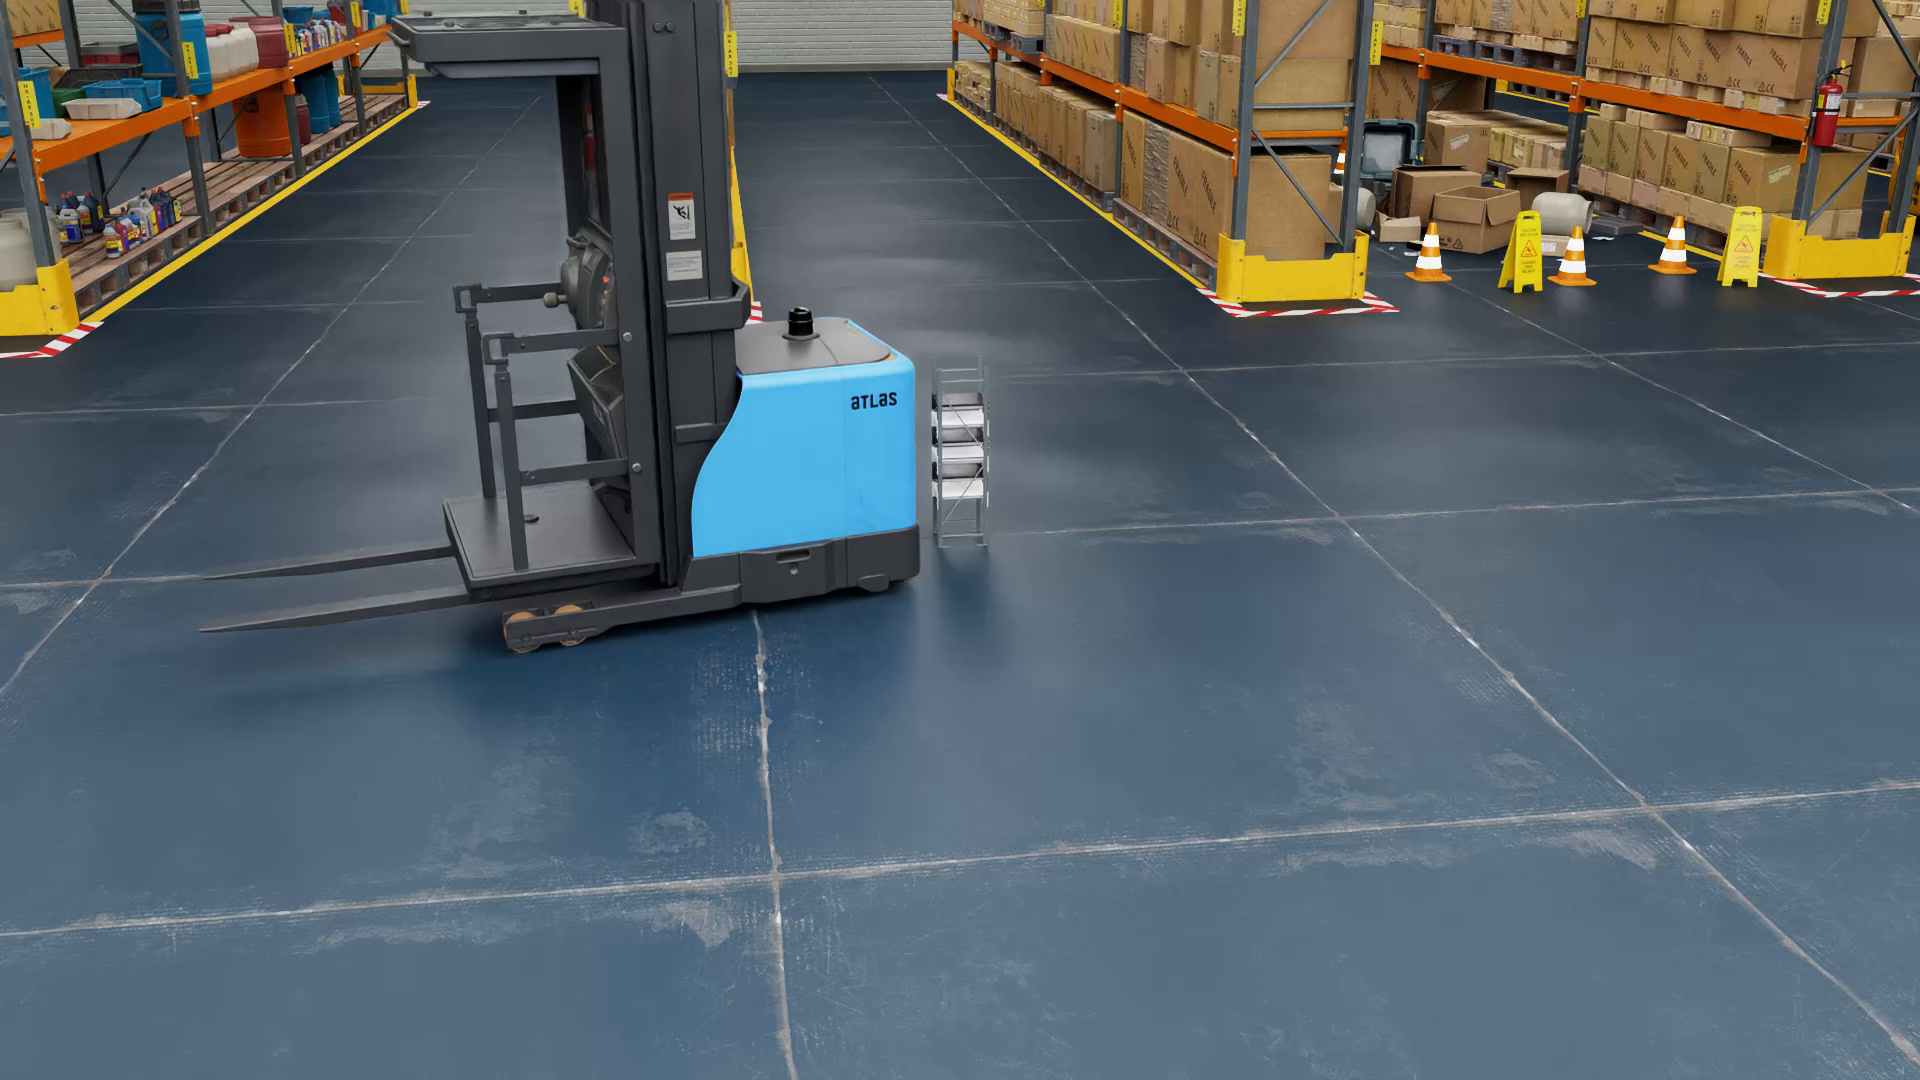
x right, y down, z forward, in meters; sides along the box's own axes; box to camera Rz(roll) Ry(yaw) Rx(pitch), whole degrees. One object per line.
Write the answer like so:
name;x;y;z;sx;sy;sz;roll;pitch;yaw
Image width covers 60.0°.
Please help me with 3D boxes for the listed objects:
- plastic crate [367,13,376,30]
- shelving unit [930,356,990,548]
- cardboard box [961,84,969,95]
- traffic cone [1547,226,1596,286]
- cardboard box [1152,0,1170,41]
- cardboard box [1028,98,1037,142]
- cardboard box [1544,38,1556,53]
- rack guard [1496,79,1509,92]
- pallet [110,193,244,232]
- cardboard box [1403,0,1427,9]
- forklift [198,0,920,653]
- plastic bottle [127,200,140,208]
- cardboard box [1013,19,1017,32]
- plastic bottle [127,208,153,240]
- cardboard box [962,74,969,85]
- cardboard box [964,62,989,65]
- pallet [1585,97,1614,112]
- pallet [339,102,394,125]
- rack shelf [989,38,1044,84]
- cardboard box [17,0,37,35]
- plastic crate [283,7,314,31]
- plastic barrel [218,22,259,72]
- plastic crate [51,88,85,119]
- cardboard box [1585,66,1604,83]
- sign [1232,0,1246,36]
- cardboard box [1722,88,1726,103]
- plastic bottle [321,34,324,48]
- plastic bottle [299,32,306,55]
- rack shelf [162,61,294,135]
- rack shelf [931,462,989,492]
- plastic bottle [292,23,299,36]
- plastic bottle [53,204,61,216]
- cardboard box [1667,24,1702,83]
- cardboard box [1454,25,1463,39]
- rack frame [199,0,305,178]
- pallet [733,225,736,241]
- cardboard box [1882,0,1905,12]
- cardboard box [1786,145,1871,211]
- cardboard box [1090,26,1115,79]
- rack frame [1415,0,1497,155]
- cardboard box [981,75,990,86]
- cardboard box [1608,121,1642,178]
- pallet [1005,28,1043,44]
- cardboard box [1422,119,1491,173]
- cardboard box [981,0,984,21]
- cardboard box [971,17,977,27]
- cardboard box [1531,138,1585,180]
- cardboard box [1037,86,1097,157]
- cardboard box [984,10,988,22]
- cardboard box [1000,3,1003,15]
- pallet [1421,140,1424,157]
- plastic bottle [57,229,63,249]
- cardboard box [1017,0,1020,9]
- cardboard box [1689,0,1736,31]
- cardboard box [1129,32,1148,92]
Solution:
plastic crate;-8.903;-7.722;24.758;0.416;0.233;0.300;-3;21;-8
shelving unit;-0.001;-0.424;8.066;0.258;0.900;0.210;-3;21;-8
cardboard box;0.220;-7.333;27.037;0.380;0.149;0.250;-3;21;-7
traffic cone;5.173;-2.402;13.986;0.336;0.463;0.334;-3;21;-8
cardboard box;2.256;-4.849;15.154;0.875;0.550;0.550;-3;21;-8
cardboard box;1.171;-5.406;21.376;0.500;0.500;0.500;-3;21;-8
cardboard box;6.617;-5.401;18.148;0.380;0.149;0.250;-4;21;-9
rack guard;10.177;-8.274;29.656;1.175;0.500;0.348;-3;21;-8
pallet;-7.875;-3.279;16.695;1.003;0.211;1.213;-3;21;-8
cardboard box;6.075;-7.131;21.451;0.500;0.500;0.500;-3;21;-9
forklift;-1.753;-1.112;7.003;3.031;2.935;1.130;-8;22;-21
plastic bottle;-7.460;-2.955;15.104;0.152;0.276;0.135;-3;21;-8
cardboard box;0.895;-6.654;21.503;0.380;0.149;0.250;-3;21;-8
plastic bottle;-7.251;-2.803;14.697;0.152;0.276;0.135;-3;21;-7
cardboard box;0.229;-7.469;26.977;0.380;0.149;0.250;-2;21;-6
cardboard box;0.269;-7.787;27.403;0.380;0.149;0.250;-3;21;-7
pallet;10.645;-7.018;26.706;1.003;0.211;1.213;-3;21;-8
pallet;-9.200;-6.455;25.198;1.003;0.211;1.213;-3;21;-8
rack shelf;1.236;-6.521;22.417;1.077;0.370;4.000;-3;21;-8
cardboard box;-13.804;-7.600;24.136;0.500;0.500;0.500;-3;21;-9
plastic crate;-9.281;-7.251;23.279;0.392;0.384;0.575;-3;21;-8
plastic barrel;-7.940;-5.408;18.248;0.421;0.512;0.421;0;20;0
plastic crate;-7.807;-3.732;14.224;0.450;0.188;0.662;-3;21;-8
cardboard box;6.713;-4.822;17.200;0.380;0.149;0.250;-3;21;-8
sign;2.139;-4.027;12.716;0.100;0.325;0.005;-3;21;-8
cardboard box;7.169;-4.037;15.096;0.380;0.149;0.250;-3;21;-7
plastic bottle;-8.311;-6.486;21.578;0.097;0.201;0.097;0;20;0
plastic bottle;-8.151;-6.134;20.537;0.097;0.271;0.097;0;20;0
rack shelf;-8.011;-4.671;17.464;1.077;0.370;4.000;-3;21;-8
rack shelf;-0.001;-0.309;8.109;0.258;0.077;0.200;-3;21;-8
plastic bottle;-8.392;-6.325;20.934;0.144;0.351;0.185;-3;21;-8
plastic bottle;-8.007;-2.824;14.744;0.061;0.283;0.133;-2;21;-5
cardboard box;7.020;-4.564;15.581;0.500;0.500;0.500;-3;21;-7
cardboard box;6.272;-6.211;20.317;0.380;0.149;0.250;-4;21;-11
rack frame;-8.300;-5.701;19.192;1.000;3.000;0.127;-3;21;-8
pallet;-2.511;-2.605;14.889;1.003;0.211;1.213;-3;21;-8
cardboard box;11.270;-6.481;20.212;0.380;0.149;0.250;-2;21;-7
cardboard box;7.715;-3.242;14.866;0.500;0.500;0.500;-4;21;-10
cardboard box;1.688;-5.170;17.627;0.500;0.500;0.500;-3;21;-8
rack frame;6.408;-6.450;21.199;1.000;3.000;0.127;-3;21;-8
cardboard box;0.520;-6.973;25.222;0.380;0.149;0.250;-3;21;-8
cardboard box;6.892;-3.923;16.689;0.500;0.500;0.500;-2;21;-6
pallet;1.199;-6.759;22.300;1.003;0.211;1.213;-3;21;-8
cardboard box;5.228;-4.149;17.528;0.500;0.500;0.500;-3;21;-8
cardboard box;0.599;-7.890;24.486;0.500;0.500;0.500;-3;21;-8
cardboard box;0.378;-8.058;25.862;0.380;0.149;0.250;-3;21;-7
cardboard box;6.907;-4.212;18.363;0.950;0.372;0.625;-3;21;-7
cardboard box;1.523;-5.093;20.180;1.050;0.750;0.750;-3;21;-8
cardboard box;0.549;-7.470;23.688;0.380;0.149;0.250;-4;21;-10
cardboard box;0.744;-7.155;22.420;0.380;0.149;0.250;-3;21;-9
pallet;6.519;-4.873;20.962;1.003;0.211;1.213;-3;21;-8
plastic bottle;-7.753;-2.589;14.232;0.097;0.201;0.097;0;20;0
cardboard box;0.928;-6.848;21.172;0.380;0.149;0.250;-2;21;-6
cardboard box;7.031;-4.848;14.912;0.700;0.500;0.500;-3;21;-8
cardboard box;2.166;-4.724;16.362;0.875;0.550;0.550;-3;21;-8
